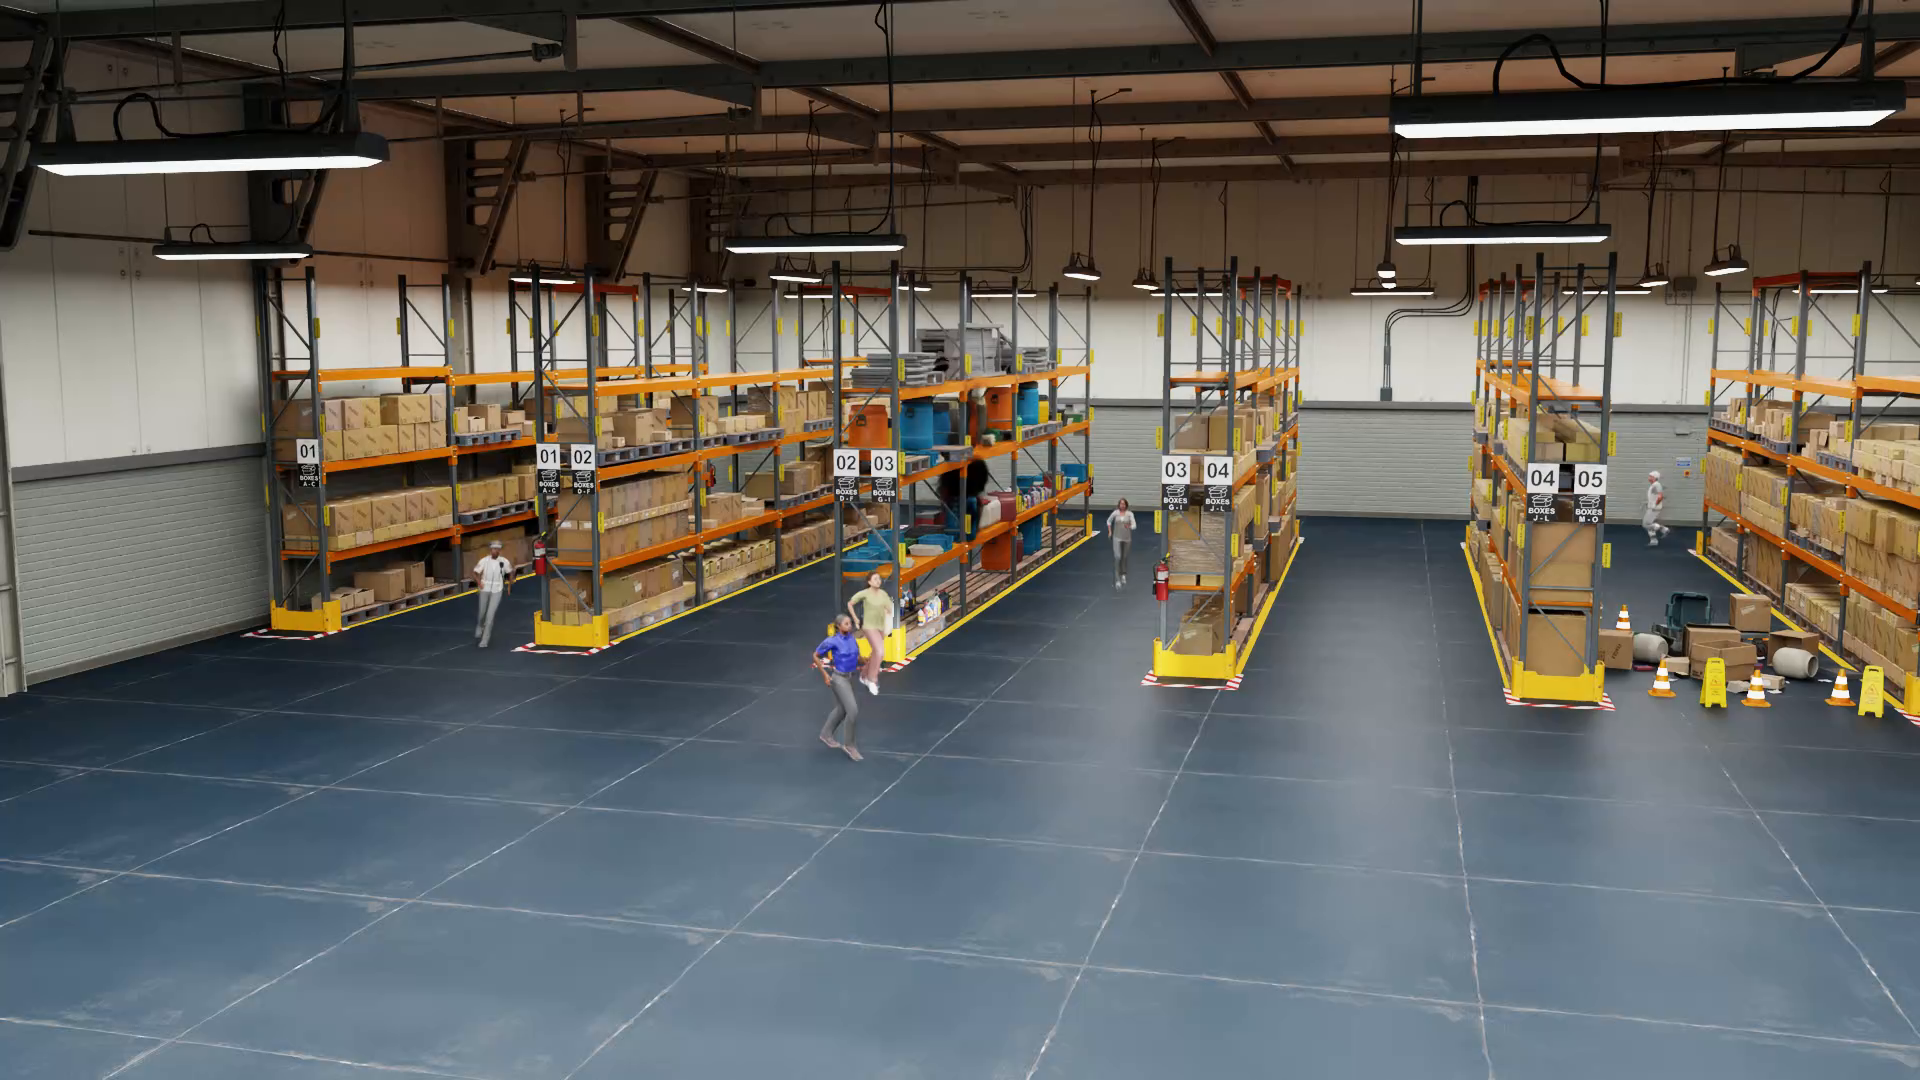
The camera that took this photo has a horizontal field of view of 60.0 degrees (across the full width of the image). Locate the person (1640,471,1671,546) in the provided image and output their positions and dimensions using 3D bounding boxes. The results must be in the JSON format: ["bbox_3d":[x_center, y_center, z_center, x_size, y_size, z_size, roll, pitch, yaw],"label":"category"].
[{"bbox_3d":[16.038,-0.712,38.312,0.668,1.751,0.690,3,8,19],"label":"person"}]

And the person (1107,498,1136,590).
[{"bbox_3d":[2.968,0.048,30.519,0.514,1.655,0.712,0,7,0],"label":"person"}]

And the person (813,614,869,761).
[{"bbox_3d":[-1.376,1.716,19.531,0.755,1.719,0.546,4,8,31],"label":"person"}]

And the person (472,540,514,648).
[{"bbox_3d":[-7.437,0.825,26.471,0.652,1.654,0.891,-2,7,-12],"label":"person"}]

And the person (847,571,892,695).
[{"bbox_3d":[-1.190,1.267,22.997,0.548,1.698,0.698,-7,10,-42],"label":"person"}]
